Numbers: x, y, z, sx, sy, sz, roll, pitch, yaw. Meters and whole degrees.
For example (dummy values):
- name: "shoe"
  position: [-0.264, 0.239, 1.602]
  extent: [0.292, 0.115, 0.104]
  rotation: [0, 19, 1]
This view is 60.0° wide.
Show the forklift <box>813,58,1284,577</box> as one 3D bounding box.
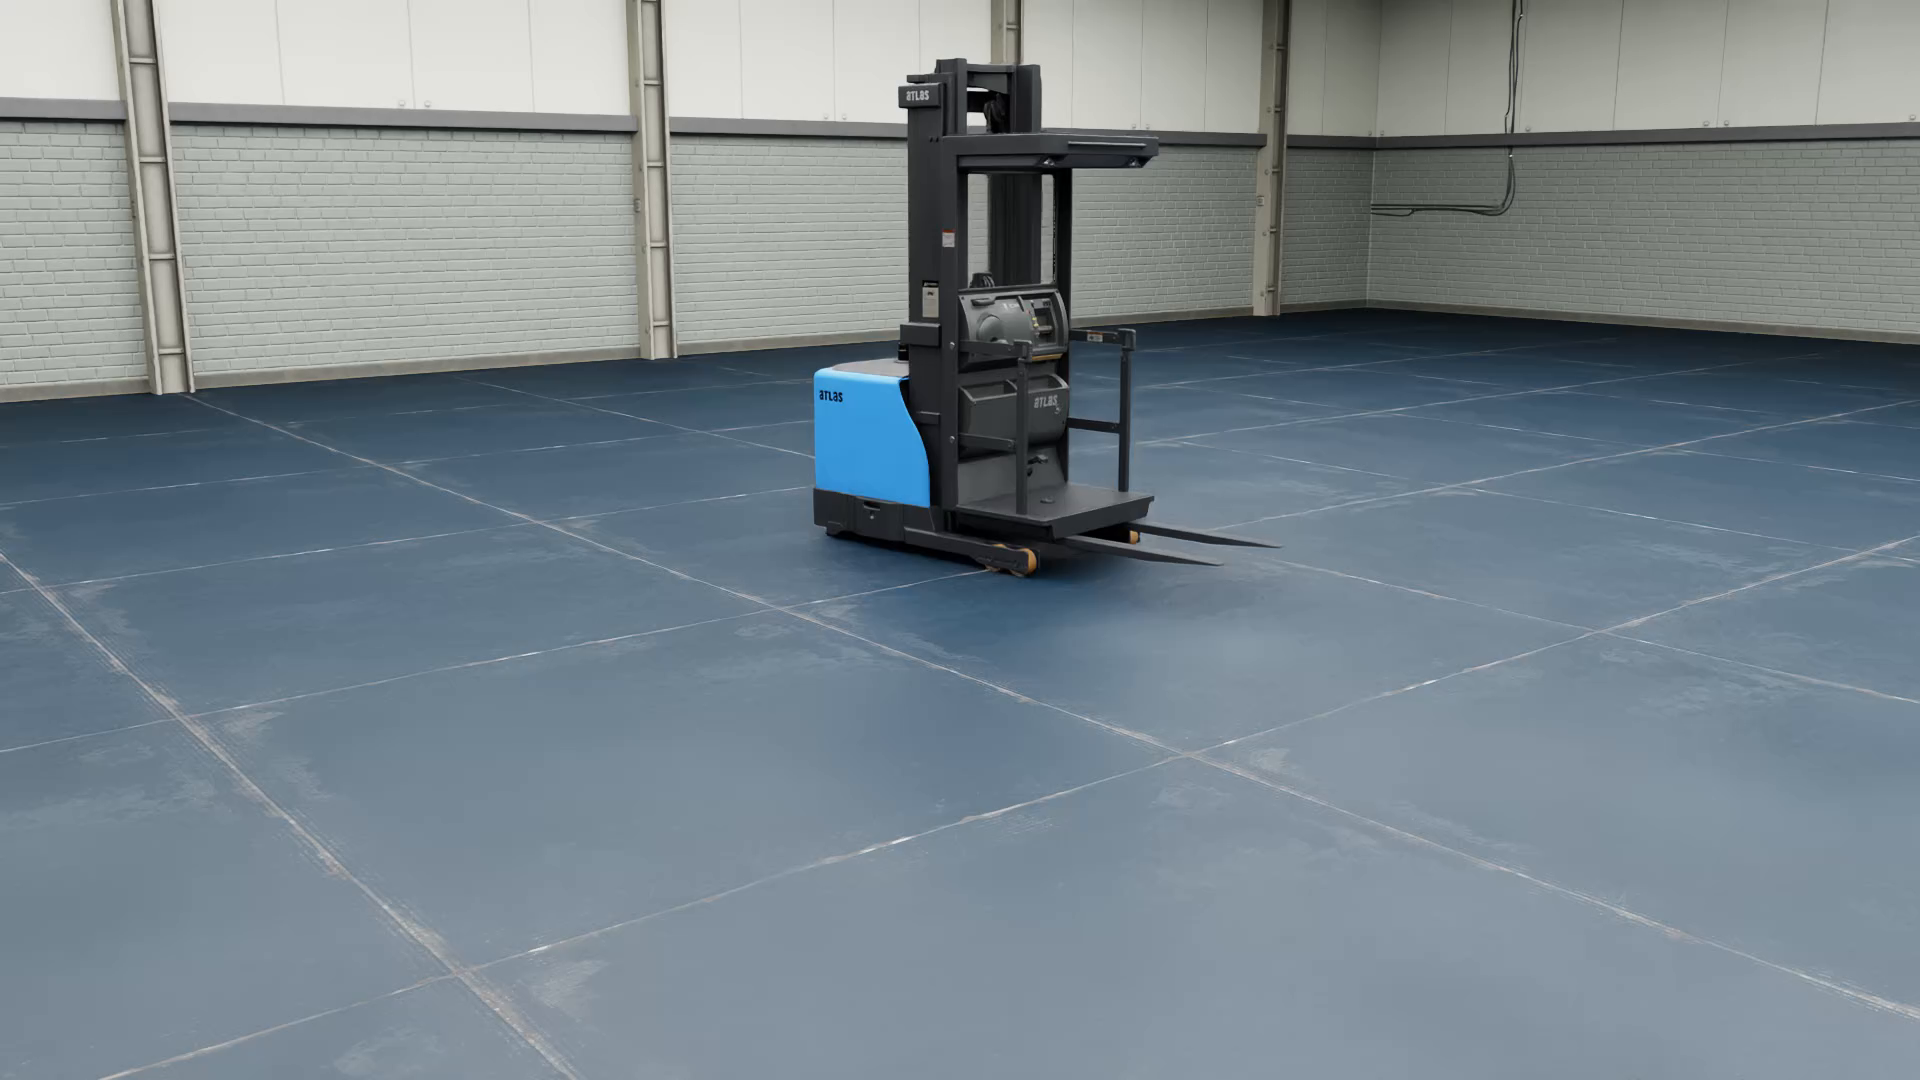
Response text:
- name: "forklift"
  position: [0.486, -1.343, 9.899]
  extent: [3.031, 2.935, 1.130]
  rotation: [11, 16, 41]

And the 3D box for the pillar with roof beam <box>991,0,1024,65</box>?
- name: "pillar with roof beam"
  position: [3.393, -6.890, 21.413]
  extent: [0.400, 9.000, 9.100]
  rotation: [-9, 15, -38]

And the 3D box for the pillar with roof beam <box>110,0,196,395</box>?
- name: "pillar with roof beam"
  position: [-5.977, -5.333, 14.080]
  extent: [0.400, 9.000, 9.100]
  rotation: [-9, 15, -38]

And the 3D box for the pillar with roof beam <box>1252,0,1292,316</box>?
- name: "pillar with roof beam"
  position: [8.078, -7.669, 25.079]
  extent: [0.400, 9.000, 9.100]
  rotation: [-9, 15, -38]

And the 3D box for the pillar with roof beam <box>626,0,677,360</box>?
- name: "pillar with roof beam"
  position: [-1.292, -6.112, 17.746]
  extent: [0.400, 9.000, 9.100]
  rotation: [-9, 15, -38]

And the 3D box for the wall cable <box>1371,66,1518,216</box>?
- name: "wall cable"
  position: [8.515, -7.016, 29.480]
  extent: [0.112, 2.526, 3.097]
  rotation: [-9, 15, -38]

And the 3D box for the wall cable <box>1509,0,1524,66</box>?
- name: "wall cable"
  position: [10.205, -9.048, 26.889]
  extent: [0.112, 2.526, 3.097]
  rotation: [-9, 15, -38]
